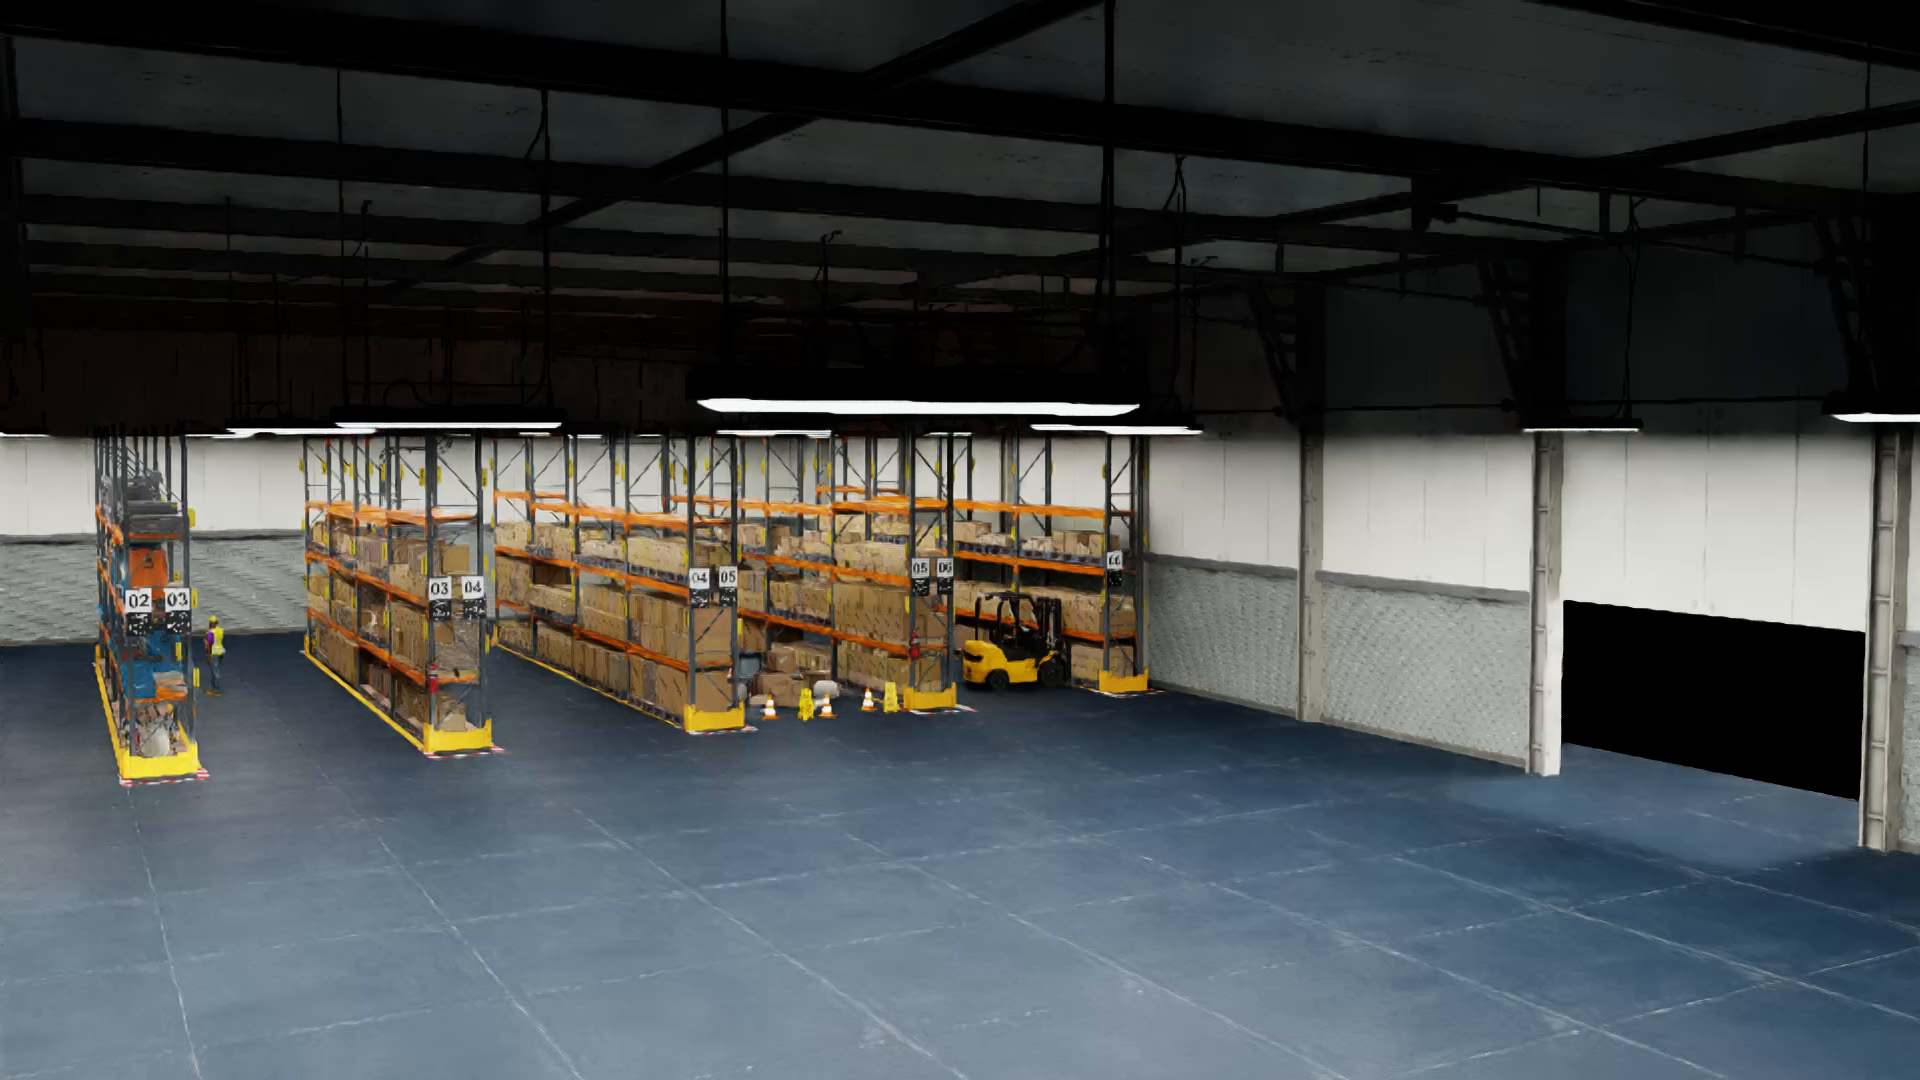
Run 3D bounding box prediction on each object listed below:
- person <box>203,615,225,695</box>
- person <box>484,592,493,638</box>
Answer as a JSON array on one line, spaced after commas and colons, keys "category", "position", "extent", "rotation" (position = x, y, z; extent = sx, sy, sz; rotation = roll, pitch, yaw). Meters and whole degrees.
[{"category": "person", "position": [-16.752, 2.570, 37.242], "extent": [0.497, 1.765, 0.624], "rotation": [0, 3, 2]}, {"category": "person", "position": [-13.707, 2.019, 47.751], "extent": [0.571, 1.650, 0.534], "rotation": [2, 4, 33]}]
